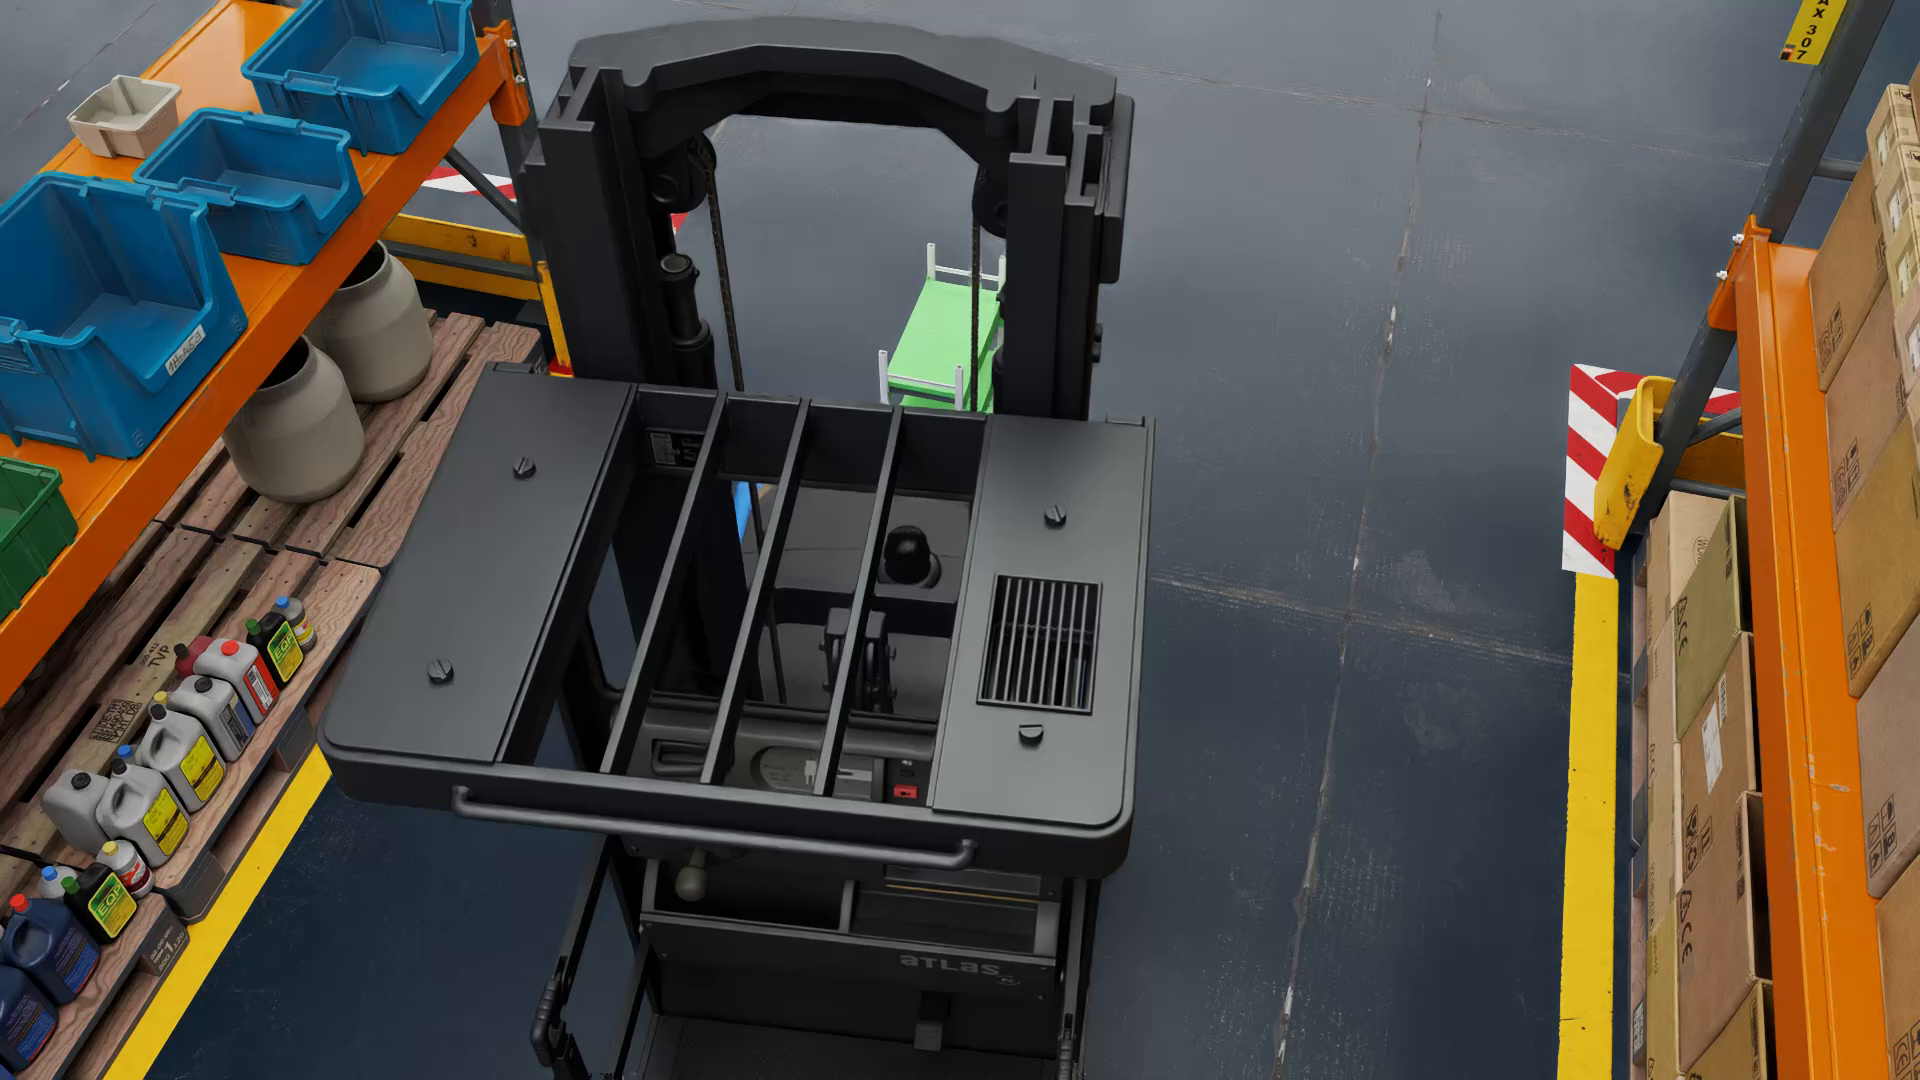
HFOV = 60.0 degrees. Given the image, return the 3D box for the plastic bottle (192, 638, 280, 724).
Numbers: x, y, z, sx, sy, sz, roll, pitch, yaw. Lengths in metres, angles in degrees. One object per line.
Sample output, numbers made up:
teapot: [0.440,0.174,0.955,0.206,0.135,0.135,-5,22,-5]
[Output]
plastic bottle: [-2.143,0.402,4.918,0.152,0.276,0.135,12,50,10]

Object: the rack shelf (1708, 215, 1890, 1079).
rack shelf: [2.261,0.719,3.594,1.077,0.370,4.000,12,50,10]

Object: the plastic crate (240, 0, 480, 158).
plastic crate: [-1.833,-1.475,5.151,0.499,0.251,0.616,12,50,10]

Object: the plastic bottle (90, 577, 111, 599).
plastic bottle: [-2.768,0.061,5.221,0.097,0.271,0.097,0,49,0]

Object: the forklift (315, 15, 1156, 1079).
forklift: [-0.267,0.666,3.208,1.130,2.935,3.031,5,49,5]

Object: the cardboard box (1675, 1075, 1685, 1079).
cardboard box: [1.905,1.596,3.895,0.500,0.250,0.500,12,50,10]

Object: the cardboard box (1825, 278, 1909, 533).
cardboard box: [2.519,-0.283,3.932,0.700,0.500,0.500,13,50,11]

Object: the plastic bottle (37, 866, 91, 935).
plastic bottle: [-2.378,0.953,4.435,0.097,0.271,0.097,0,49,0]

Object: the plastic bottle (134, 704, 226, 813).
plastic bottle: [-2.219,0.598,4.695,0.144,0.351,0.185,13,50,12]

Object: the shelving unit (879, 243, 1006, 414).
shelving unit: [-0.044,-0.277,5.194,0.258,1.200,0.503,12,50,10]

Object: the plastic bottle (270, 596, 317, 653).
plastic bottle: [-2.050,0.250,5.102,0.097,0.201,0.097,0,49,0]

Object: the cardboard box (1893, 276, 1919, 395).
cardboard box: [2.274,-0.418,3.619,0.380,0.149,0.250,11,49,9]

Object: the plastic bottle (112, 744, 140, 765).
plastic bottle: [-2.347,0.655,4.744,0.097,0.201,0.097,0,49,0]

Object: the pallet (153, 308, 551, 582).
pallet: [-2.183,-0.372,5.938,1.003,0.211,1.213,12,50,10]

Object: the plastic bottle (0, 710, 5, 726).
plastic bottle: [-2.910,0.477,4.902,0.097,0.201,0.097,0,49,0]

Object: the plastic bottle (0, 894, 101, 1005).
plastic bottle: [-2.380,1.040,4.305,0.144,0.351,0.185,10,49,8]

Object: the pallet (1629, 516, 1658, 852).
pallet: [2.627,0.519,5.151,1.003,0.211,1.213,12,50,10]

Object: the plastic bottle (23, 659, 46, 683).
plastic bottle: [-2.858,0.309,5.003,0.097,0.271,0.097,0,49,0]

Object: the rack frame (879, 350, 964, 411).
rack frame: [-0.108,-0.101,5.039,0.240,1.200,0.015,12,50,10]

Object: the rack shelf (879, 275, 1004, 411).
rack shelf: [-0.044,-0.553,4.883,0.258,0.148,0.480,12,50,10]

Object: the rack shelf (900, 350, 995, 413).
rack shelf: [-0.044,-0.394,5.062,0.258,0.148,0.480,12,50,10]

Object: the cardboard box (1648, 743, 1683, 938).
cardboard box: [2.172,0.873,4.532,0.500,0.250,0.500,12,50,10]

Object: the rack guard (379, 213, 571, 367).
rack guard: [-1.964,-1.054,6.347,1.175,0.500,0.348,12,50,10]

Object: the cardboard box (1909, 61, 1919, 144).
cardboard box: [2.639,-1.054,3.748,0.700,0.500,0.500,12,50,10]

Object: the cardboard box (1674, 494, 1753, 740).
cardboard box: [2.302,0.263,4.571,0.500,0.500,0.500,12,50,10]

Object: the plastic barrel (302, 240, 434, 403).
plastic barrel: [-2.089,-0.770,5.808,0.421,0.512,0.421,0,49,0]

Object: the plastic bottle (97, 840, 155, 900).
plastic bottle: [-2.283,0.889,4.537,0.097,0.201,0.097,0,49,0]

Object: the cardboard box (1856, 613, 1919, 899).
cardboard box: [2.248,0.457,3.279,0.700,0.500,0.500,13,50,11]

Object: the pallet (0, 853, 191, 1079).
pallet: [-2.826,1.393,4.380,1.003,0.211,1.213,12,50,10]

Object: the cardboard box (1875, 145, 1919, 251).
cardboard box: [2.410,-0.780,3.939,0.380,0.149,0.250,10,49,9]

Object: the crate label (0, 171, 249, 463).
crate label: [-2.213,-0.573,4.231,0.502,0.435,0.616,12,50,10]

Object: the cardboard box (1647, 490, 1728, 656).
cardboard box: [2.432,0.149,5.171,0.500,0.250,0.500,12,50,10]

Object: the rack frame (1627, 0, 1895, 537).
rack frame: [2.788,-0.966,4.601,1.000,3.000,0.127,12,50,10]

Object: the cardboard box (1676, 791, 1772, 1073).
cardboard box: [2.035,0.986,3.933,0.500,0.500,0.500,12,50,10]
